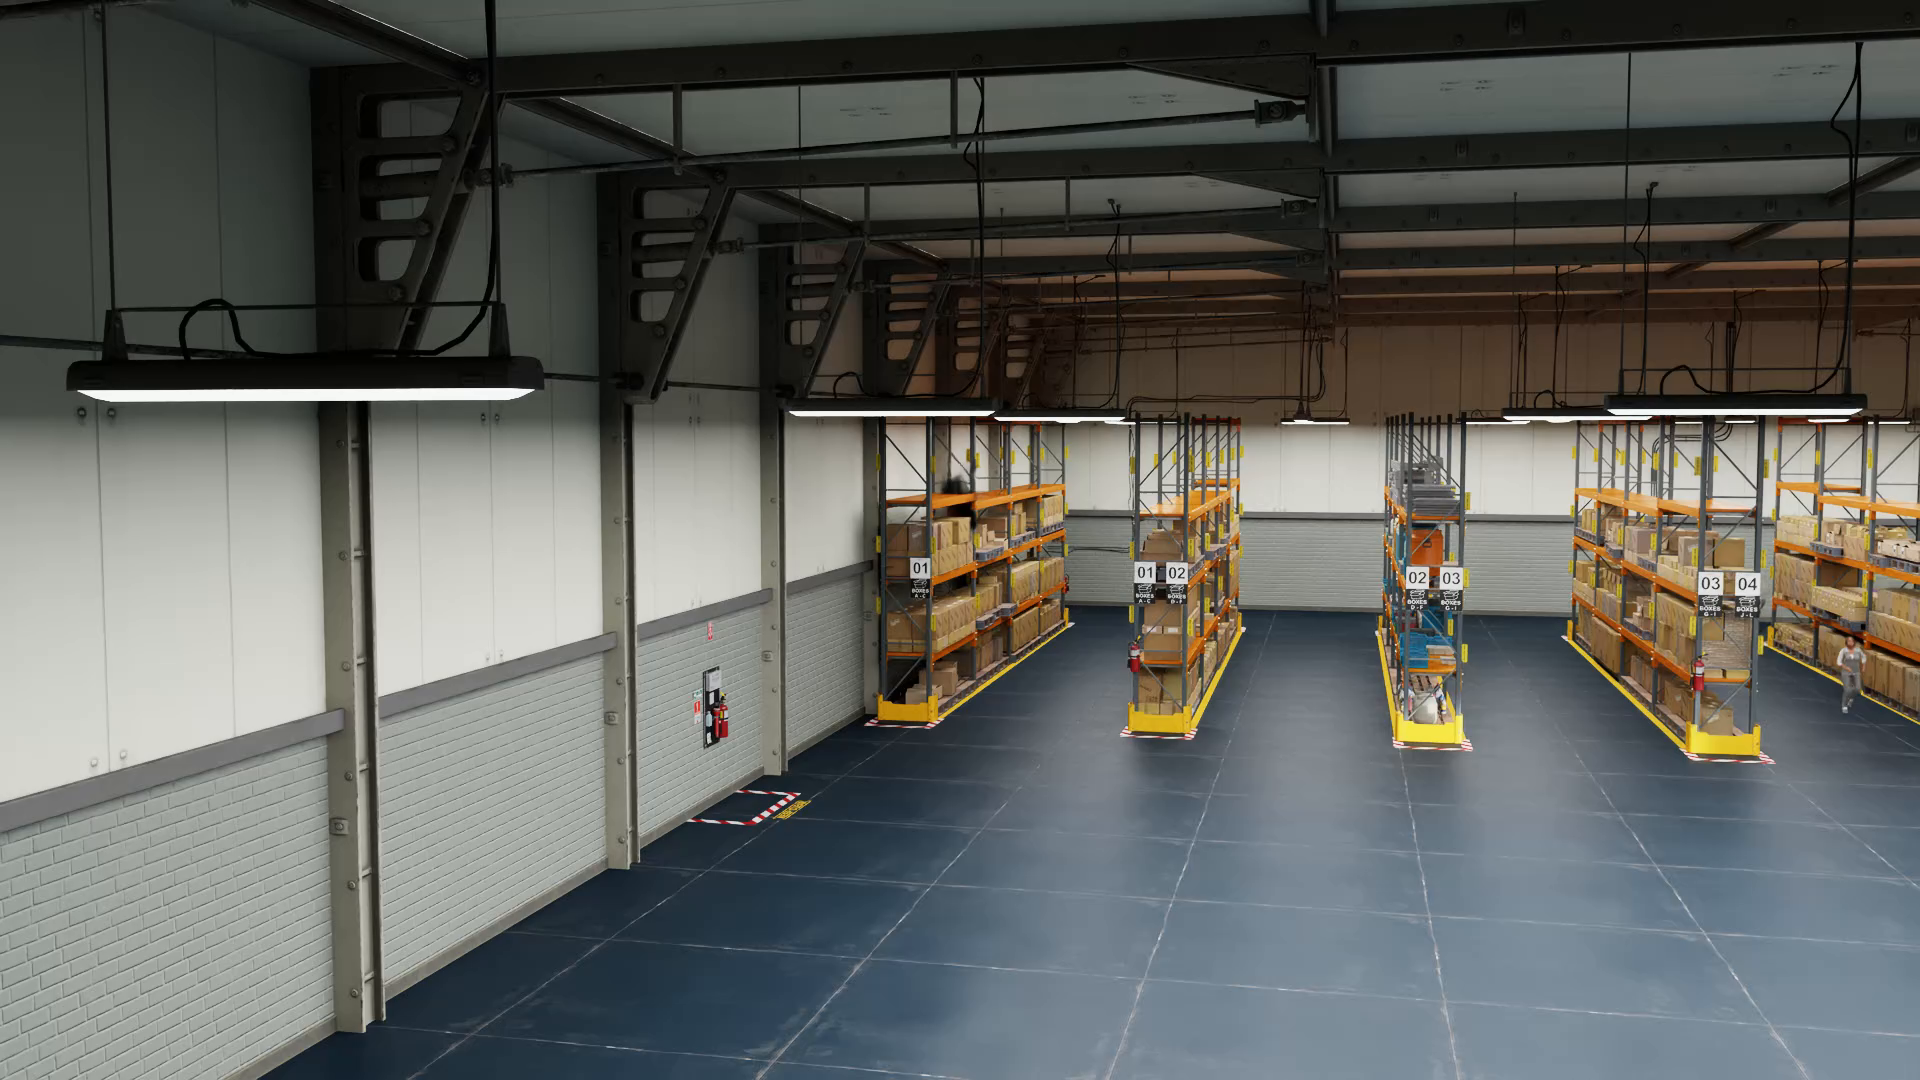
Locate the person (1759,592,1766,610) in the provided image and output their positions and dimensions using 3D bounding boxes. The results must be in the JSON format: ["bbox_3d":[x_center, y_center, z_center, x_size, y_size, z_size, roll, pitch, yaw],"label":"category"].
[{"bbox_3d":[21.252,1.894,44.760,0.535,1.630,0.781,0,4,-6],"label":"person"}]

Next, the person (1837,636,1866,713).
[{"bbox_3d":[17.831,2.700,33.242,0.567,1.555,0.630,1,4,17],"label":"person"}]

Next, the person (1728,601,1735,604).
[{"bbox_3d":[19.835,1.985,42.918,0.687,1.659,0.840,1,4,11],"label":"person"}]
